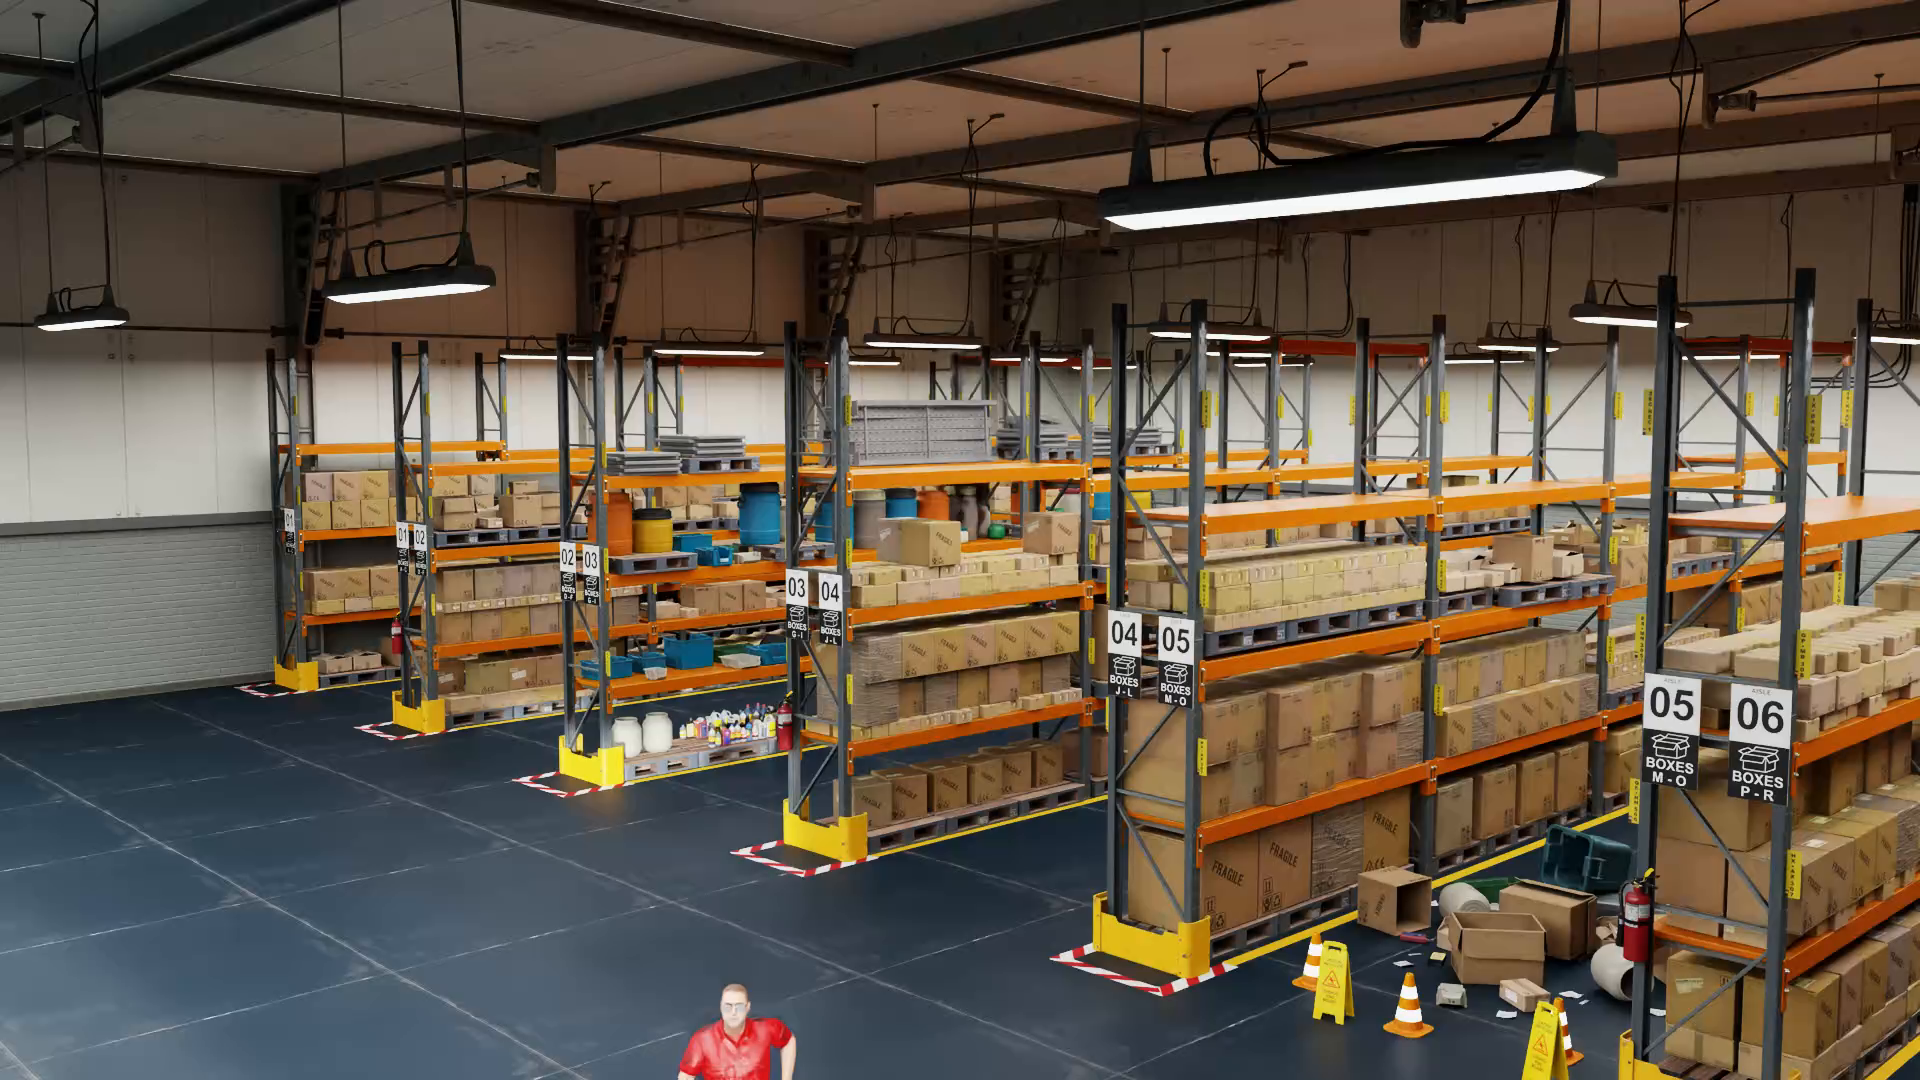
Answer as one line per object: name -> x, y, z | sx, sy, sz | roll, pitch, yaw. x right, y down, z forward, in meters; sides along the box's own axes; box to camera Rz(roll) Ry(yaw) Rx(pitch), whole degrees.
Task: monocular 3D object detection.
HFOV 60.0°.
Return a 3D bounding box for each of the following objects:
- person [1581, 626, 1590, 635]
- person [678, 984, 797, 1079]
person -> 9.583, 2.139, 25.578 | 0.551, 1.609, 0.655 | 4, 6, 39
person -> -1.313, 3.481, 9.856 | 0.693, 1.785, 0.937 | -1, 5, -6
